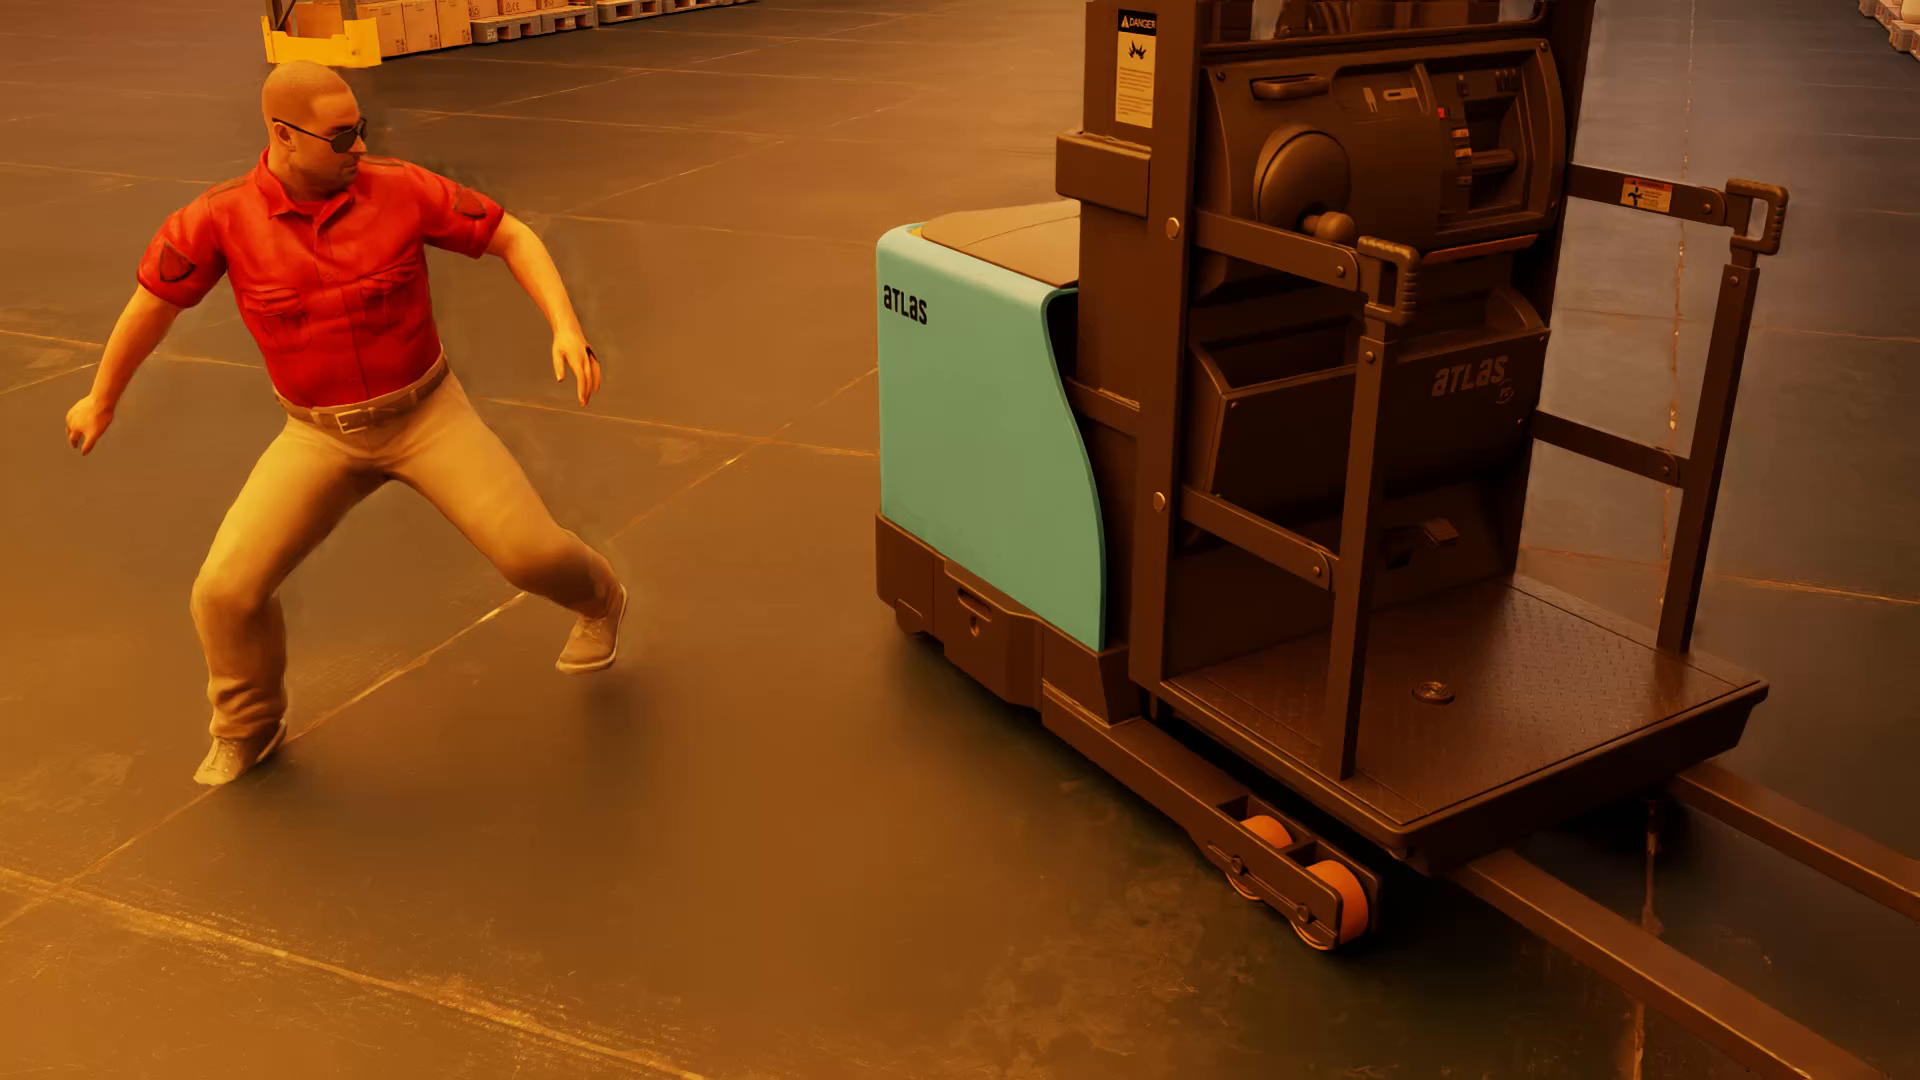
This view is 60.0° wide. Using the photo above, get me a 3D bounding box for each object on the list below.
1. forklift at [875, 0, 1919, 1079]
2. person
[{"bbox_3d":[0.980,-0.770,3.135,1.130,2.935,3.031,-14,26,-29],"label":"forklift"},{"bbox_3d":[-1.384,-0.230,3.718,1.194,1.643,0.508,-5,23,-12],"label":"person"}]
